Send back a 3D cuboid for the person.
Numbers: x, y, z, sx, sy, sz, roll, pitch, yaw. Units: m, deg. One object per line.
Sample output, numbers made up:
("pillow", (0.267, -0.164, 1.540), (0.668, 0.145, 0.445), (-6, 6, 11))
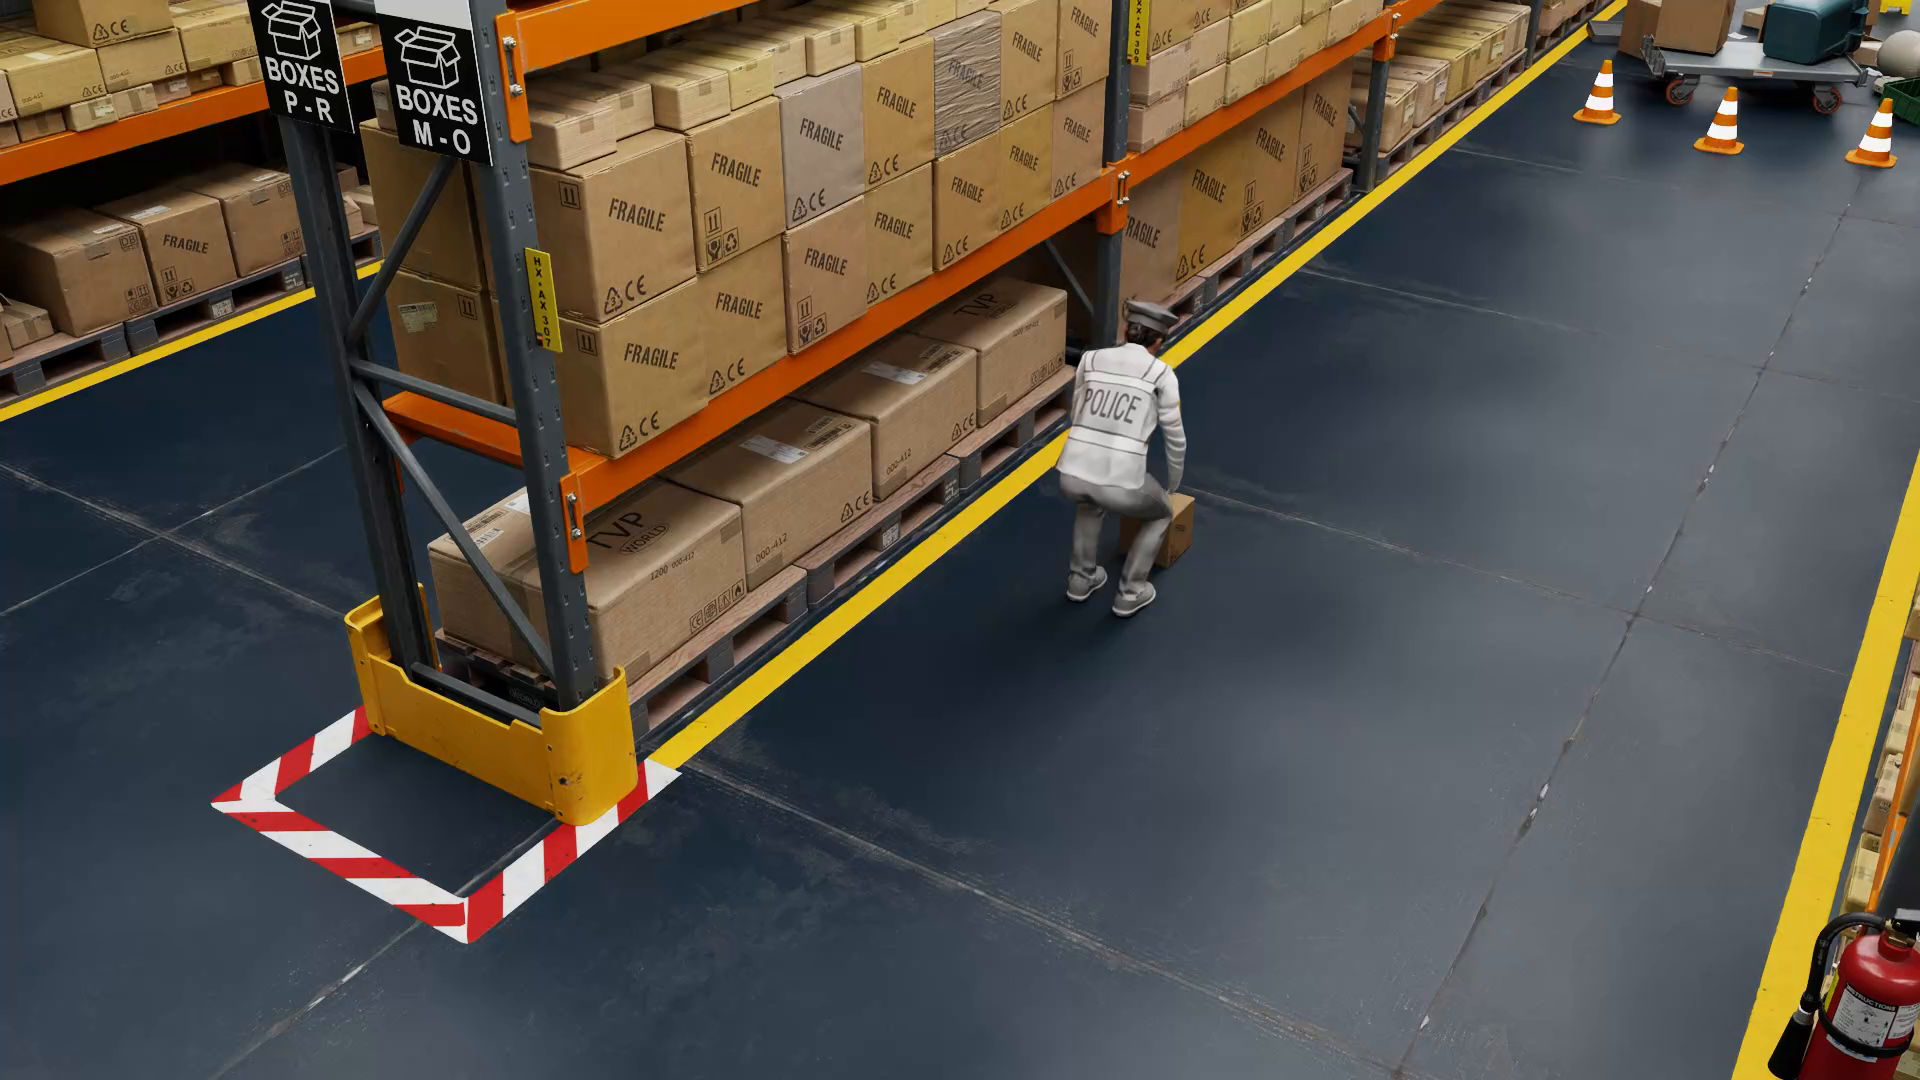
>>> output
("person", (0.673, -0.347, 7.089), (0.533, 1.292, 0.743), (18, 35, 27))
